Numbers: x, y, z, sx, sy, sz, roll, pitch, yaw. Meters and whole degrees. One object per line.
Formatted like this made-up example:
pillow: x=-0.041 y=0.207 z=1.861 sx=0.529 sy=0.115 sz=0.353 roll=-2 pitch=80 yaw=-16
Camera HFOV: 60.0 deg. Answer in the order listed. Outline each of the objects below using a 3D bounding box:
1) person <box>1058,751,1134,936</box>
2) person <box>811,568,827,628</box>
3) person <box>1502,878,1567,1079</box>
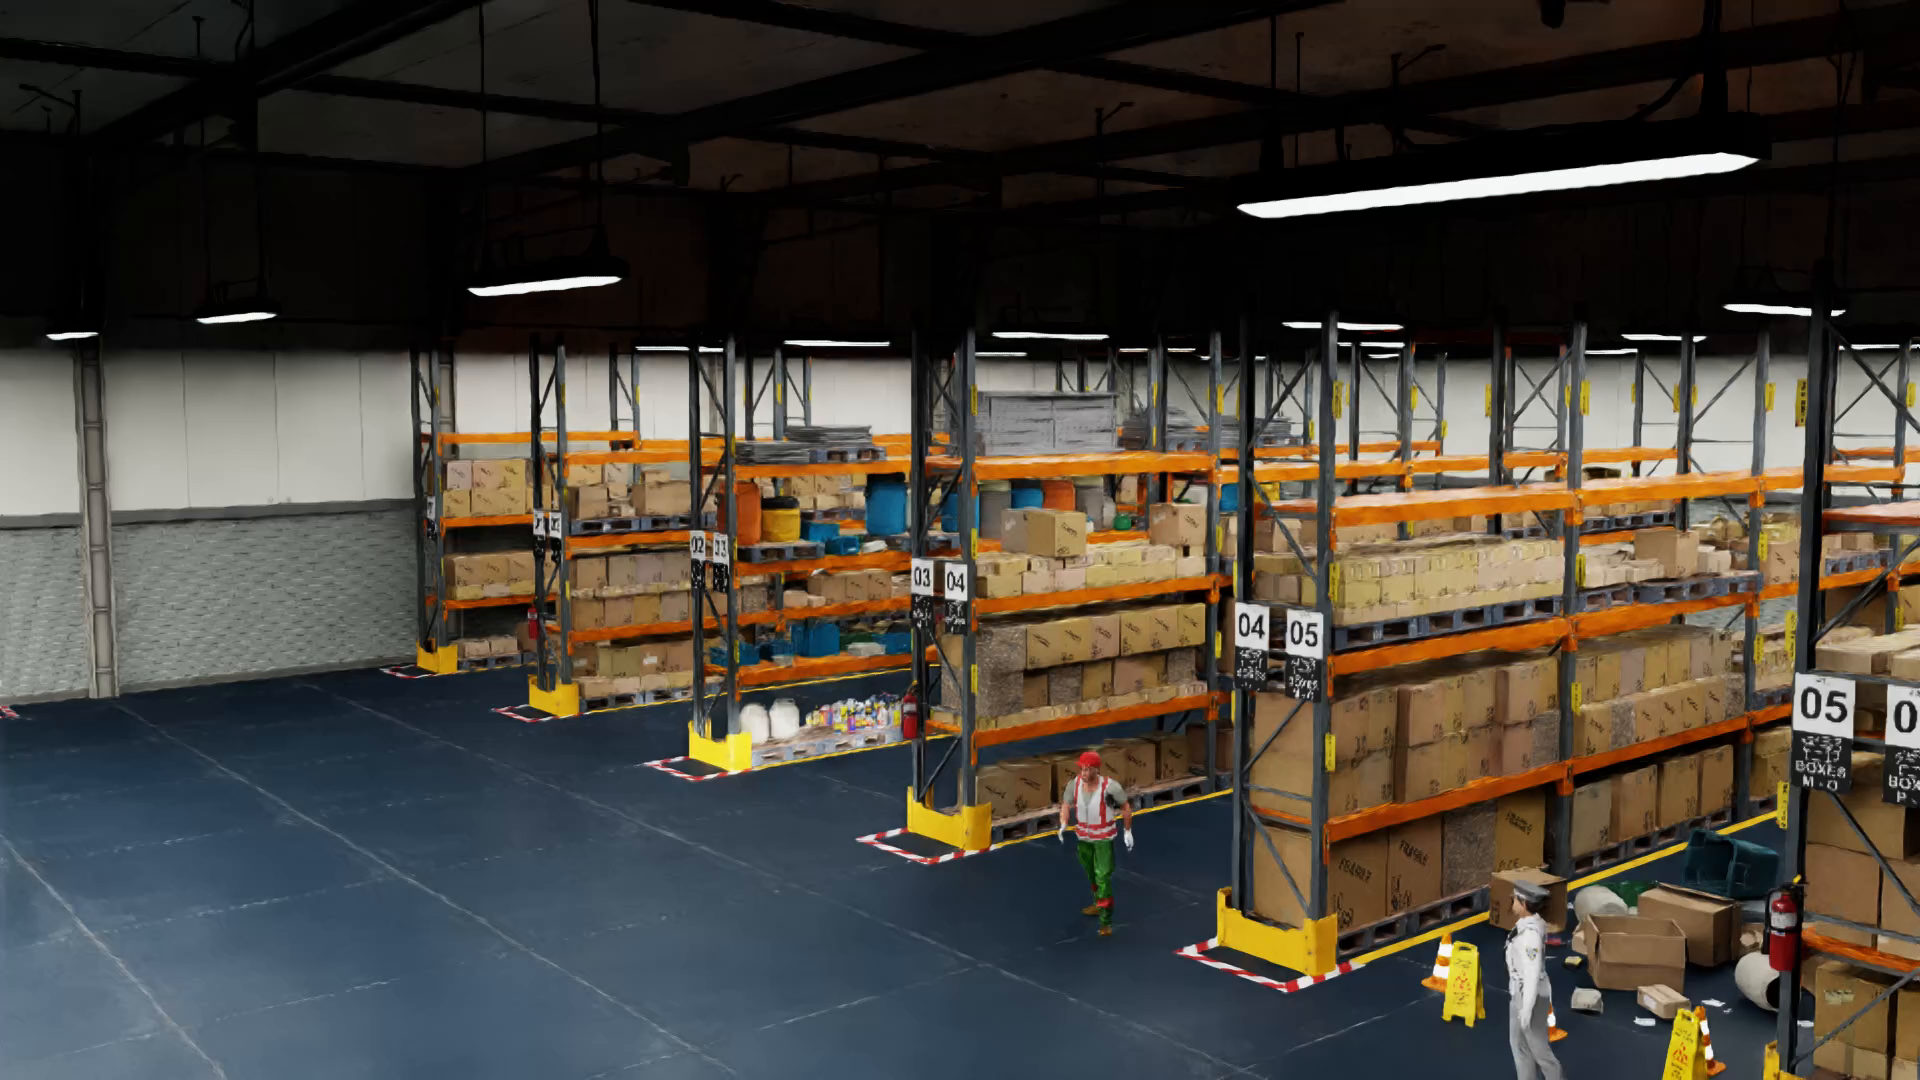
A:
person: x=1.312 y=2.831 z=15.866 sx=0.684 sy=1.714 sz=0.845 roll=4 pitch=6 yaw=34
person: x=-2.815 y=1.193 z=33.379 sx=0.447 sy=1.769 sz=0.574 roll=2 pitch=6 yaw=24
person: x=4.111 y=3.250 z=11.820 sx=0.505 sy=1.657 sz=0.536 roll=2 pitch=6 yaw=19
